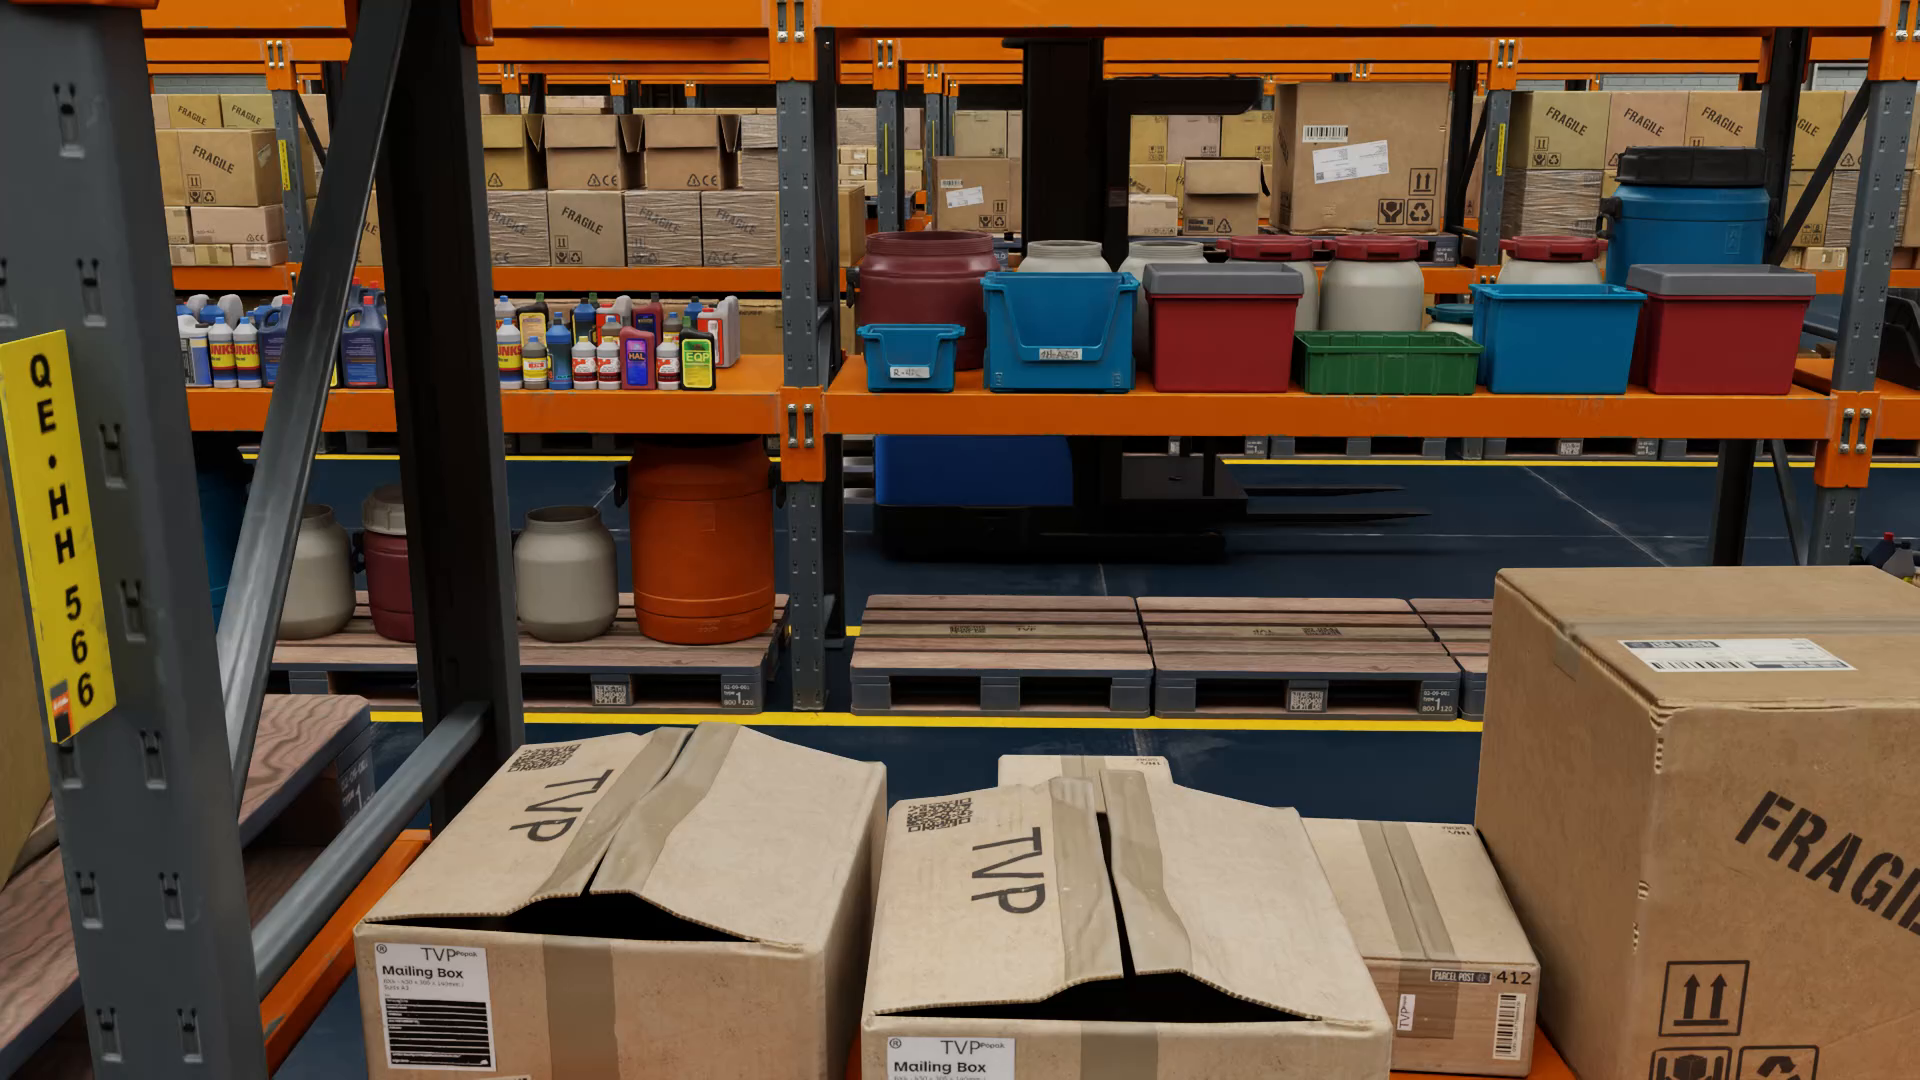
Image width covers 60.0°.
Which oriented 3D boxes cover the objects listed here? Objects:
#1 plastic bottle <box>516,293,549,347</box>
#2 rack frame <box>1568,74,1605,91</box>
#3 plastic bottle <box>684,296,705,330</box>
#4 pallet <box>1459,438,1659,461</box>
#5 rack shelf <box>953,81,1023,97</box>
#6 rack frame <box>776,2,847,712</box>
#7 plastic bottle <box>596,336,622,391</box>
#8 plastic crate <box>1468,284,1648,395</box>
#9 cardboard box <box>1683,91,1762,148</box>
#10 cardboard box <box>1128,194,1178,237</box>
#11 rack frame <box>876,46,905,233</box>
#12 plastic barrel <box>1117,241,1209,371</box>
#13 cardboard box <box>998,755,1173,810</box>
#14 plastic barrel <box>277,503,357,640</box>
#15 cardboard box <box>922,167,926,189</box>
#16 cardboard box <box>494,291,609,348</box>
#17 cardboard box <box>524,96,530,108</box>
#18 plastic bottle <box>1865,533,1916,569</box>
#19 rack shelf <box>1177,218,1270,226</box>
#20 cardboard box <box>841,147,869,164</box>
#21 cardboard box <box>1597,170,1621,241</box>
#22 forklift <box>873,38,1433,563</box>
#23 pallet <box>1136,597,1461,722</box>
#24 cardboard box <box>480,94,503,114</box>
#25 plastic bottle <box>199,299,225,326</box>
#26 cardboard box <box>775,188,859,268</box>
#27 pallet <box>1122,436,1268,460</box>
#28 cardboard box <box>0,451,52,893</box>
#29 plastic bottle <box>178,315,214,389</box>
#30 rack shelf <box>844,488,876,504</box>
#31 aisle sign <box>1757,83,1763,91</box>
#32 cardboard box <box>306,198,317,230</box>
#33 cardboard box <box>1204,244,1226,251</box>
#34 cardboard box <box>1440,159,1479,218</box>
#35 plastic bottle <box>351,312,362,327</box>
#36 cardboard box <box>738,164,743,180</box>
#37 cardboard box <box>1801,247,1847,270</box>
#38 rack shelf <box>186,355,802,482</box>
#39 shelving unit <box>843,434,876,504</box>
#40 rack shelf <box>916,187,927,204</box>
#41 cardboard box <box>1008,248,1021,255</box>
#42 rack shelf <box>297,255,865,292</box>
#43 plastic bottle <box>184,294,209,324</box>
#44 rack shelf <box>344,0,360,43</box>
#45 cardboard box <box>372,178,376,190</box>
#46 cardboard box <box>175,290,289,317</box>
[{"bbox_3d":[-1.849,-0.929,7.210,0.133,0.283,0.061,0,15,1],"label":"plastic bottle"},{"bbox_3d":[7.778,-4.621,20.976,0.127,3.000,1.000,0,15,1],"label":"rack frame"},{"bbox_3d":[-1.139,-0.914,7.176,0.097,0.271,0.097,0,15,0],"label":"plastic bottle"},{"bbox_3d":[4.198,-0.777,11.869,1.213,0.211,1.003,0,15,1],"label":"pallet"},{"bbox_3d":[1.903,-7.029,25.632,4.000,0.370,1.077,0,15,1],"label":"rack shelf"},{"bbox_3d":[-0.599,-0.883,6.807,0.127,3.000,1.000,0,15,1],"label":"rack frame"},{"bbox_3d":[-1.360,-0.688,6.457,0.097,0.201,0.097,0,15,0],"label":"plastic bottle"},{"bbox_3d":[2.289,-0.777,6.437,0.575,0.384,0.392,0,15,1],"label":"plastic crate"},{"bbox_3d":[4.969,-2.722,11.037,0.500,0.500,0.500,0,15,1],"label":"cardboard box"},{"bbox_3d":[1.197,-2.207,11.297,0.500,0.250,0.500,0,15,0],"label":"cardboard box"},{"bbox_3d":[-0.473,-2.146,11.595,0.127,3.000,1.000,0,15,1],"label":"rack frame"},{"bbox_3d":[0.856,-0.982,6.964,0.421,0.512,0.421,0,15,0],"label":"plastic barrel"},{"bbox_3d":[0.177,0.437,2.296,0.250,0.149,0.380,0,15,1],"label":"cardboard box"},{"bbox_3d":[-2.784,0.130,7.022,0.421,0.512,0.421,0,15,0],"label":"plastic barrel"},{"bbox_3d":[-0.702,-4.668,21.448,0.500,0.250,0.500,0,15,0],"label":"cardboard box"},{"bbox_3d":[-2.938,-1.343,11.893,0.875,0.875,1.225,0,15,-1],"label":"cardboard box"},{"bbox_3d":[-5.297,-5.496,20.866,0.250,0.149,0.380,0,15,1],"label":"cardboard box"},{"bbox_3d":[4.051,0.142,7.253,0.185,0.351,0.144,0,15,0],"label":"plastic bottle"},{"bbox_3d":[1.755,-3.050,16.429,4.000,0.370,1.077,0,15,1],"label":"rack shelf"},{"bbox_3d":[-0.997,-3.668,15.867,0.250,0.149,0.380,0,15,1],"label":"cardboard box"},{"bbox_3d":[4.473,-2.281,11.328,0.500,0.500,0.875,0,15,1],"label":"cardboard box"},{"bbox_3d":[1.052,-1.430,9.014,3.031,2.935,1.130,0,15,0],"label":"forklift"},{"bbox_3d":[1.391,0.489,7.074,1.213,0.211,1.003,0,15,1],"label":"pallet"},{"bbox_3d":[-4.720,-4.046,16.057,0.500,0.500,0.500,0,15,-1],"label":"cardboard box"},{"bbox_3d":[-3.176,-0.888,7.079,0.097,0.271,0.097,0,15,0],"label":"plastic bottle"},{"bbox_3d":[-0.972,-2.135,11.355,0.500,0.500,0.500,1,15,3],"label":"cardboard box"},{"bbox_3d":[1.525,-0.784,11.897,1.213,0.211,1.003,0,15,1],"label":"pallet"},{"bbox_3d":[-1.362,0.153,1.860,0.500,0.500,0.700,-5,16,-17],"label":"cardboard box"},{"bbox_3d":[-2.987,-0.742,6.514,0.135,0.276,0.152,0,15,1],"label":"plastic bottle"},{"bbox_3d":[-0.571,-0.229,9.282,0.200,0.077,0.258,0,15,0],"label":"rack shelf"},{"bbox_3d":[7.831,-4.691,16.146,0.004,0.787,0.394,0,15,1],"label":"aisle sign"},{"bbox_3d":[-4.934,-2.313,11.940,0.500,0.250,0.500,0,15,0],"label":"cardboard box"},{"bbox_3d":[3.255,-3.583,21.367,0.625,0.372,0.950,1,15,2],"label":"cardboard box"},{"bbox_3d":[4.673,-3.460,16.280,0.550,0.550,0.875,0,15,1],"label":"cardboard box"},{"bbox_3d":[-2.338,-0.766,6.592,0.133,0.283,0.061,0,15,1],"label":"plastic bottle"},{"bbox_3d":[-2.040,-3.531,15.929,0.250,0.149,0.380,1,15,3],"label":"cardboard box"},{"bbox_3d":[5.733,-1.905,11.172,0.250,0.149,0.380,0,15,1],"label":"cardboard box"},{"bbox_3d":[-2.598,-0.548,6.949,4.000,0.370,1.077,0,15,1],"label":"rack shelf"},{"bbox_3d":[-0.571,-0.436,9.227,0.210,0.900,0.258,0,15,0],"label":"shelving unit"},{"bbox_3d":[-2.219,-4.339,21.315,4.000,0.370,1.077,0,15,1],"label":"rack shelf"},{"bbox_3d":[0.362,-2.499,16.518,0.750,0.750,1.050,0,15,1],"label":"cardboard box"},{"bbox_3d":[-2.472,-1.811,11.736,4.000,0.370,1.077,0,15,1],"label":"rack shelf"},{"bbox_3d":[-3.326,-0.923,7.203,0.135,0.276,0.152,0,15,1],"label":"plastic bottle"},{"bbox_3d":[-2.729,-0.736,1.778,4.000,0.370,1.077,0,15,1],"label":"rack shelf"},{"bbox_3d":[-3.832,-2.704,11.545,0.637,0.503,0.797,0,15,0],"label":"cardboard box"},{"bbox_3d":[-5.129,-1.373,12.005,0.875,0.875,0.875,0,15,1],"label":"cardboard box"}]
